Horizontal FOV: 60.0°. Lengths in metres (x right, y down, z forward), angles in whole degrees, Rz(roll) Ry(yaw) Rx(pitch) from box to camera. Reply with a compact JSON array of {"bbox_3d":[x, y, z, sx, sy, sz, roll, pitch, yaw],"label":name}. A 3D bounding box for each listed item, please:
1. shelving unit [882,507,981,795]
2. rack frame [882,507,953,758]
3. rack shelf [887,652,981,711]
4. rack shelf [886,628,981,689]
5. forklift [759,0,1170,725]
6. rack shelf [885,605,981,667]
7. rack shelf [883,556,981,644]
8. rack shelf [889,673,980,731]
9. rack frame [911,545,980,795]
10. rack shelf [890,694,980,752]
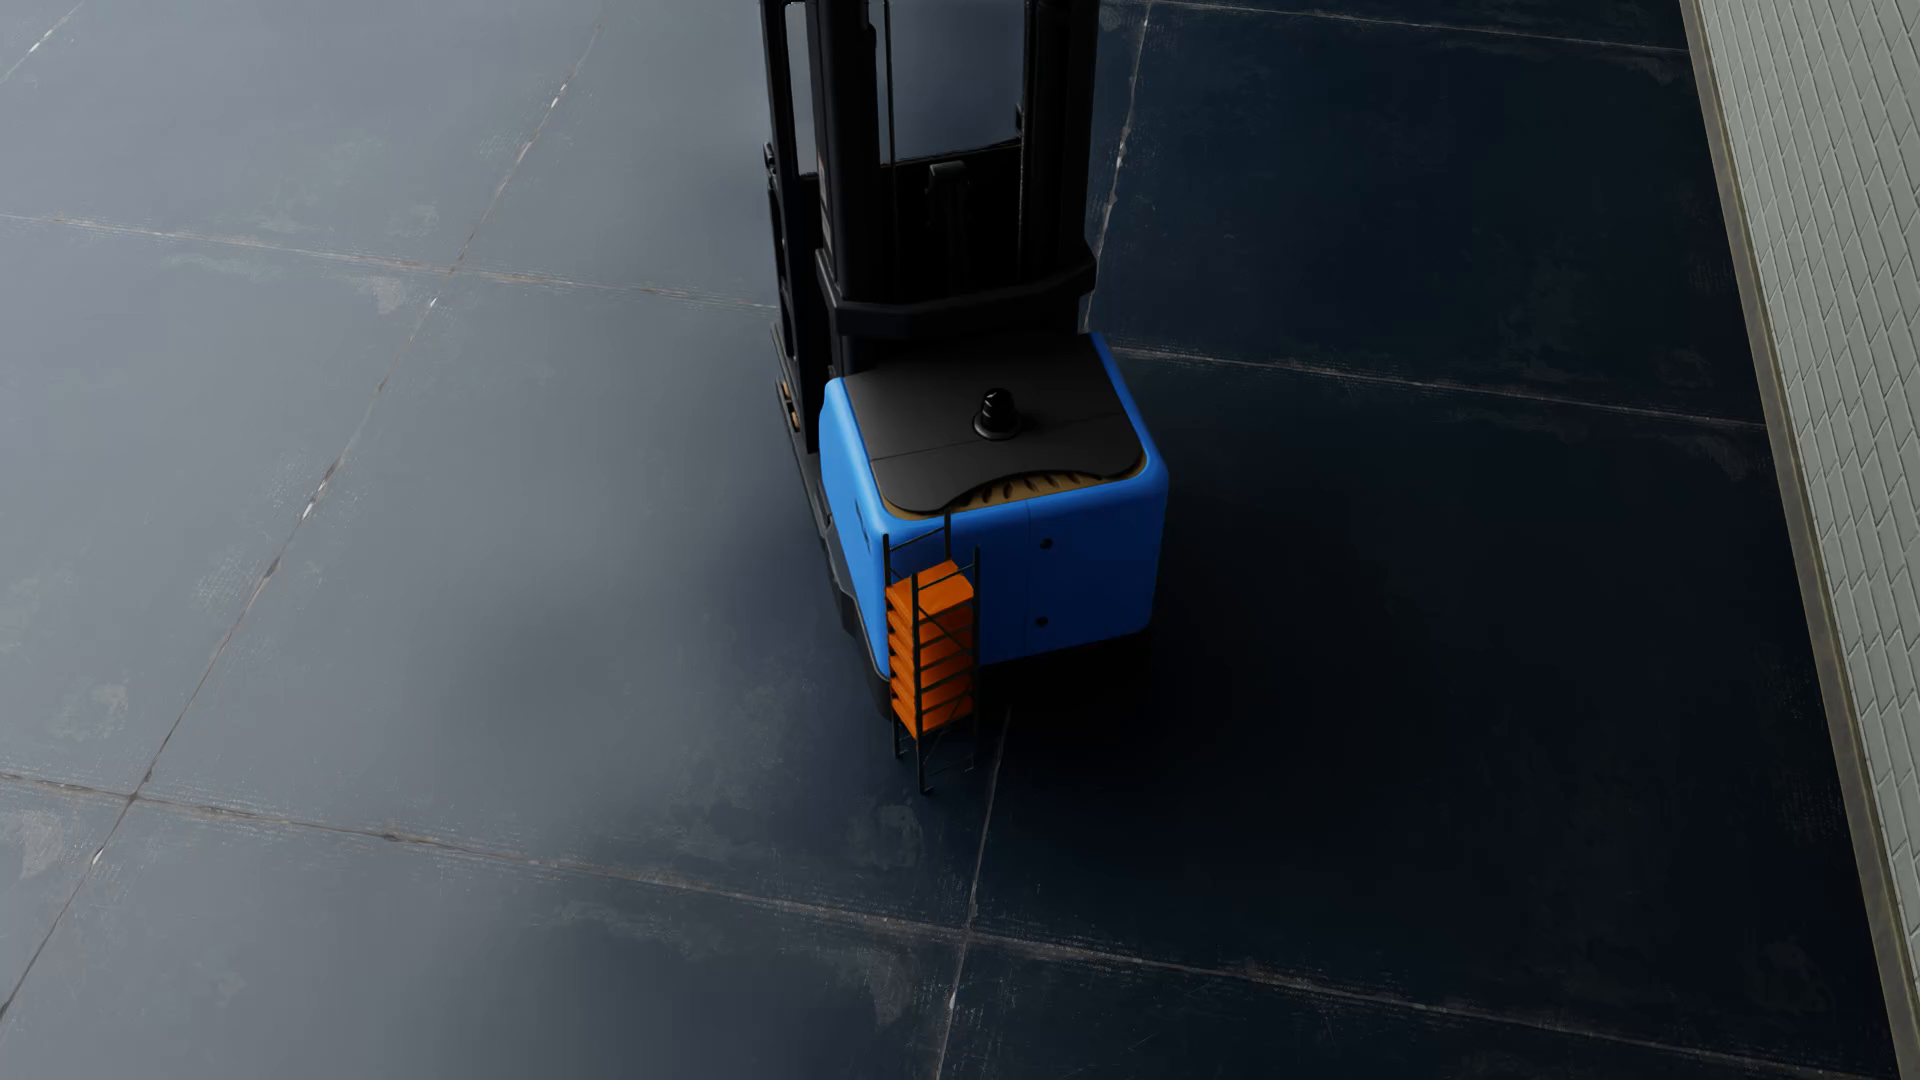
[{"bbox_3d":[-0.087,0.401,5.554,0.258,1.200,0.189,-23,52,-19],"label":"shelving unit"},{"bbox_3d":[-0.133,0.342,5.607,0.240,1.200,0.006,-23,52,-19],"label":"rack frame"},{"bbox_3d":[-0.087,0.430,5.587,0.258,0.103,0.180,-23,52,-19],"label":"rack shelf"},{"bbox_3d":[-0.088,0.350,5.498,0.258,0.103,0.180,-23,52,-19],"label":"rack shelf"},{"bbox_3d":[-0.164,-1.432,6.038,1.130,2.935,3.031,-11,49,-10],"label":"forklift"},{"bbox_3d":[-0.088,0.270,5.408,0.258,0.103,0.180,-23,52,-19],"label":"rack shelf"},{"bbox_3d":[-0.088,0.191,5.319,0.258,0.103,0.180,-23,52,-19],"label":"rack shelf"},{"bbox_3d":[-0.087,0.510,5.677,0.258,0.103,0.180,-23,52,-19],"label":"rack shelf"},{"bbox_3d":[-0.042,0.460,5.501,0.240,1.200,0.006,-23,52,-19],"label":"rack frame"},{"bbox_3d":[-0.087,0.590,5.767,0.258,0.103,0.180,-23,52,-19],"label":"rack shelf"}]
